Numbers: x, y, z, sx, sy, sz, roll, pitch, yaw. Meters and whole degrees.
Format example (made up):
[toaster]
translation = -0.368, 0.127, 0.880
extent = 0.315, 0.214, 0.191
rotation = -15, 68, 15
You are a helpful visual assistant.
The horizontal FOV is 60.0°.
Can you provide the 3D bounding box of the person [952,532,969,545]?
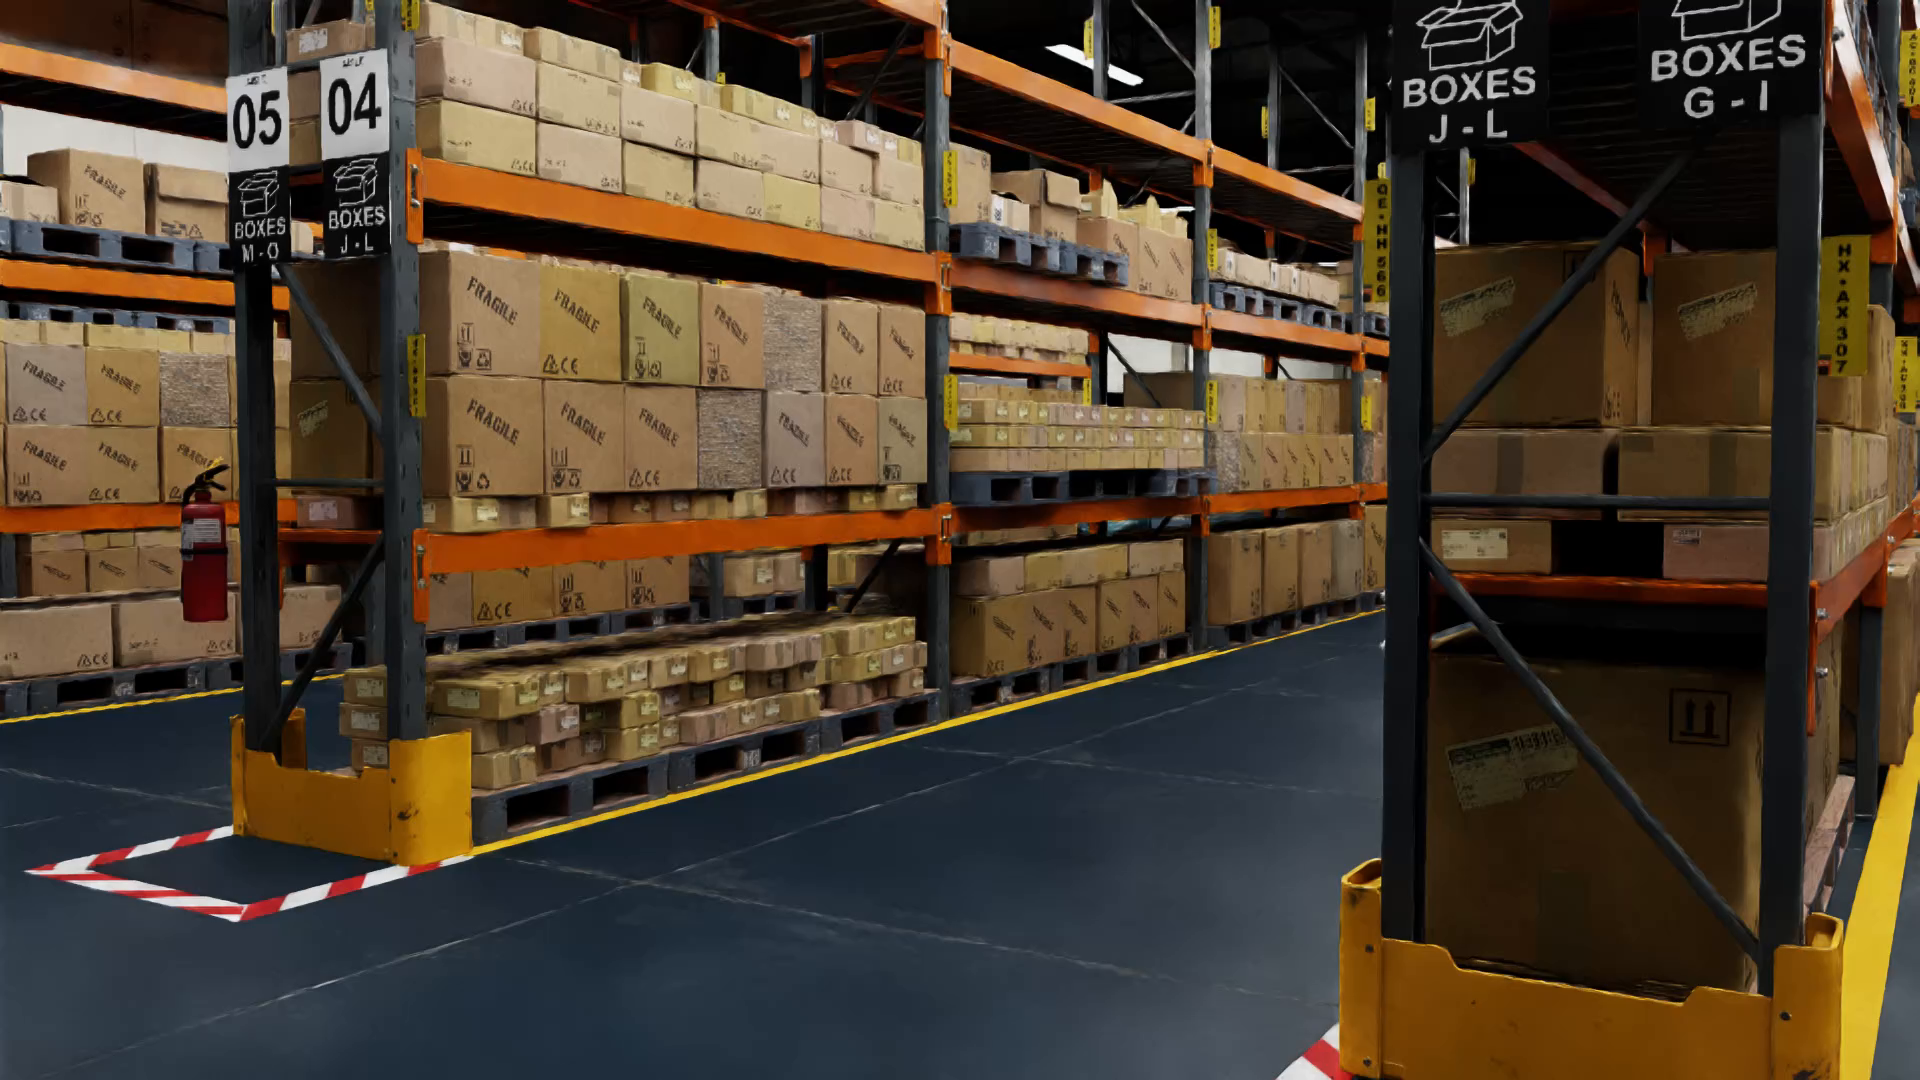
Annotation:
[person]
translation = -0.060, -0.078, 16.843
extent = 0.337, 1.605, 0.467
rotation = 1, 3, 23
